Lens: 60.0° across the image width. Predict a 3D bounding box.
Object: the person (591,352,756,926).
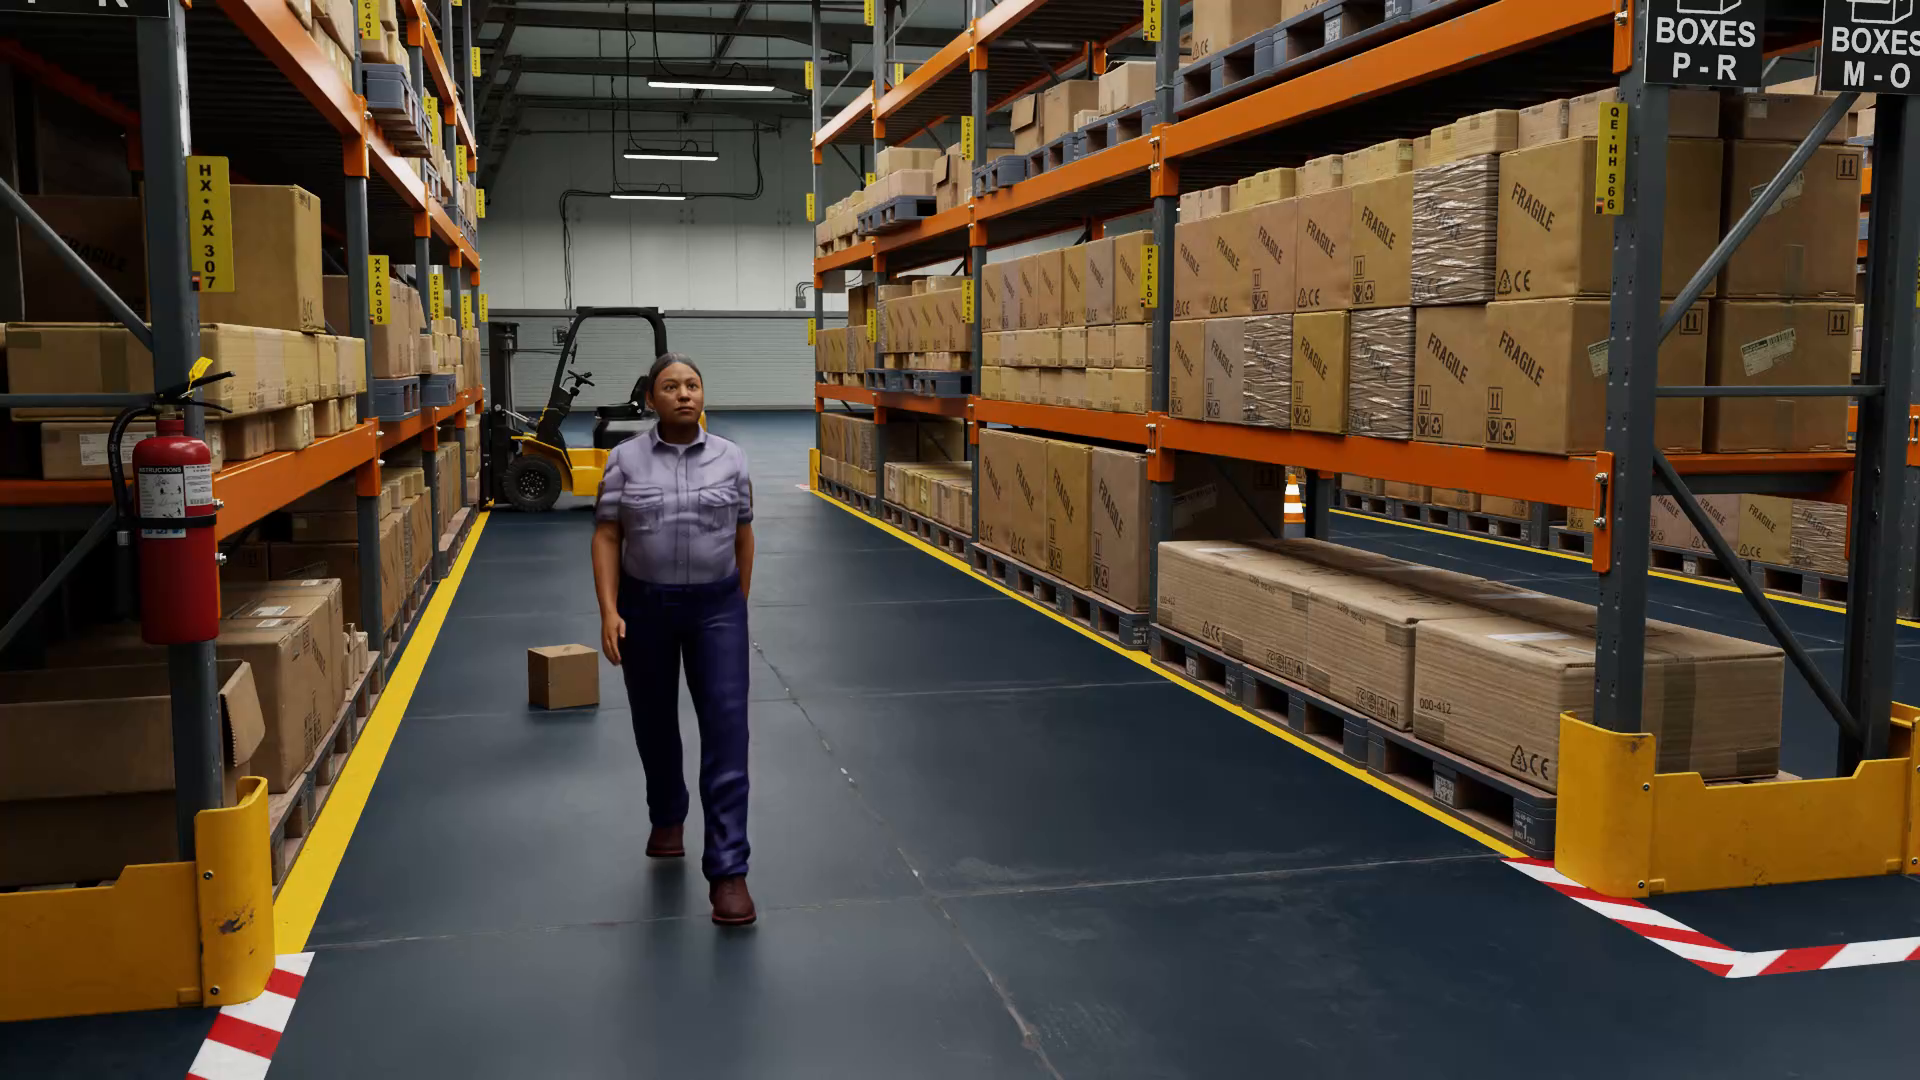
[{"bbox_3d":[-0.845,0.242,4.925,0.480,1.586,0.984,-1,6,-8],"label":"person"}]
